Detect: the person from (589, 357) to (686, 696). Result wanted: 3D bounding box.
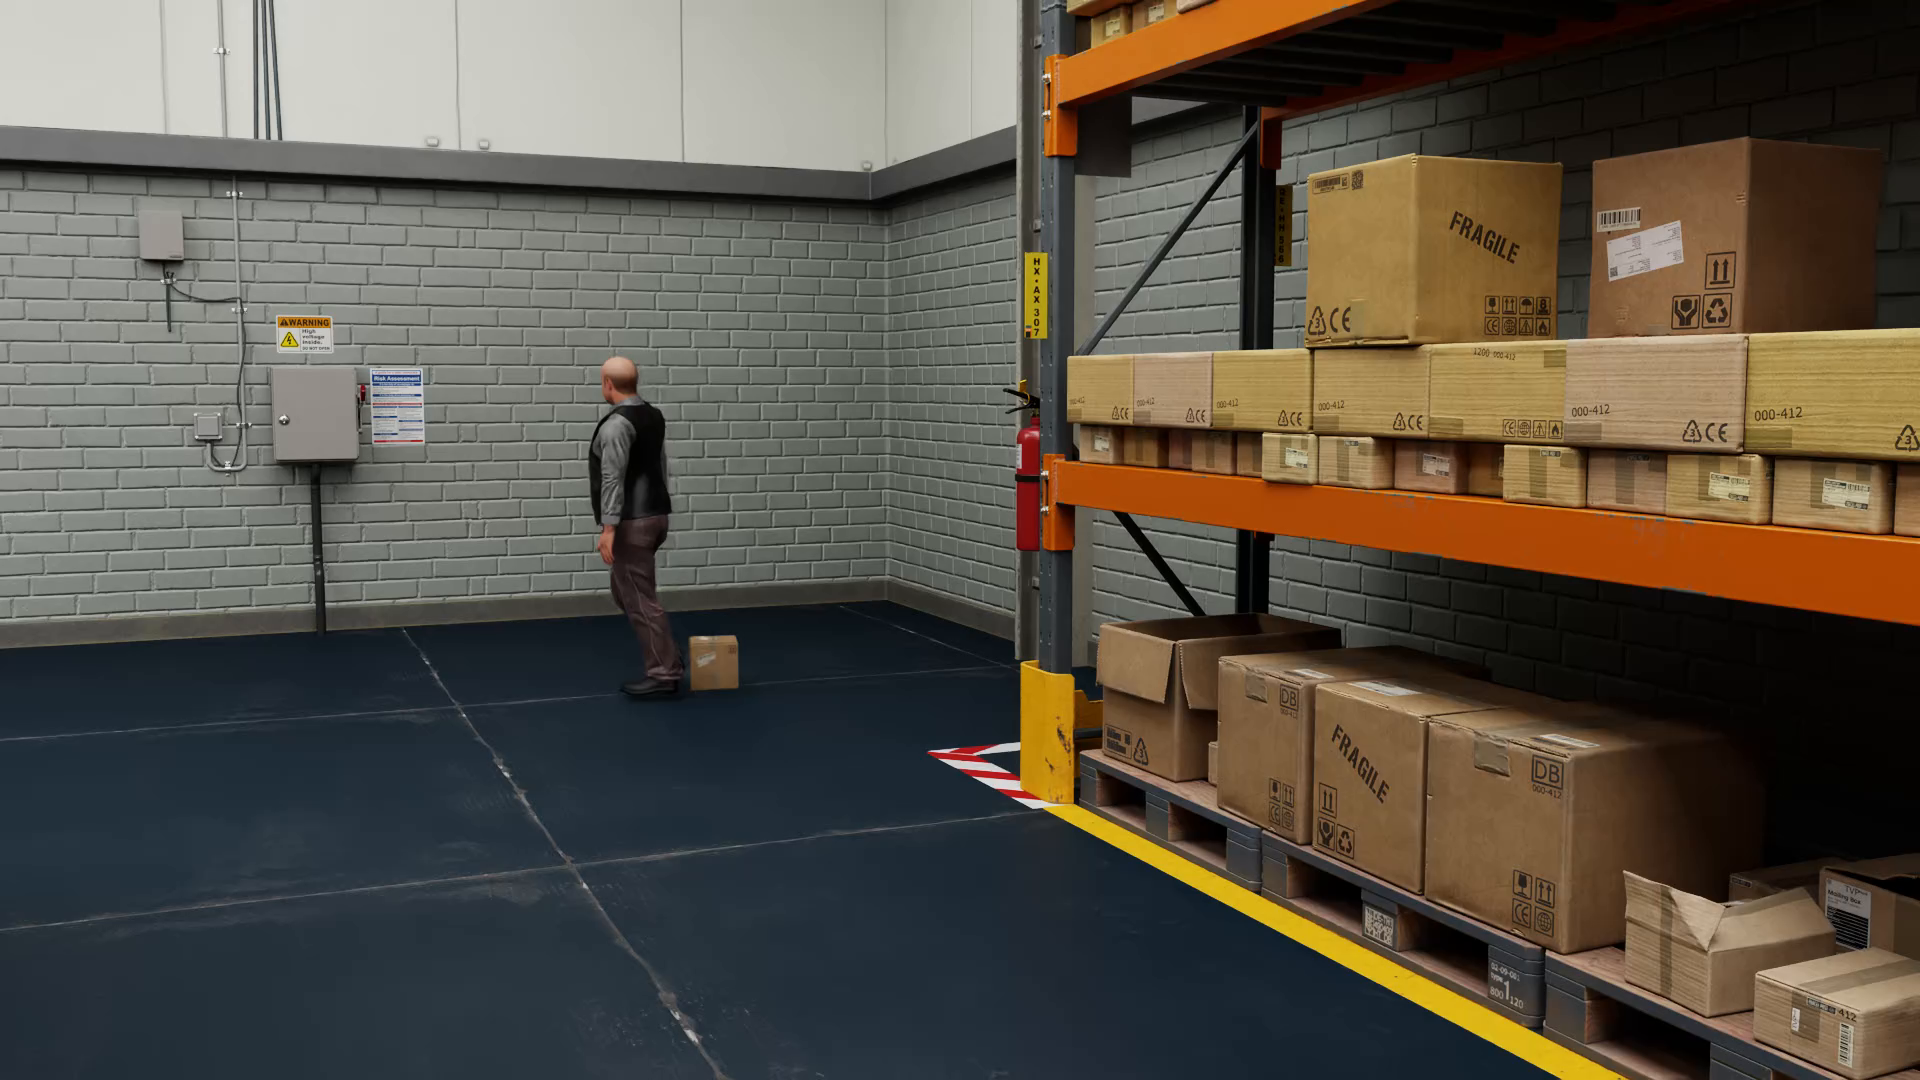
[{"bbox_3d":[-1.627,-0.071,8.437,0.453,1.709,0.605,1,5,11],"label":"person"}]
